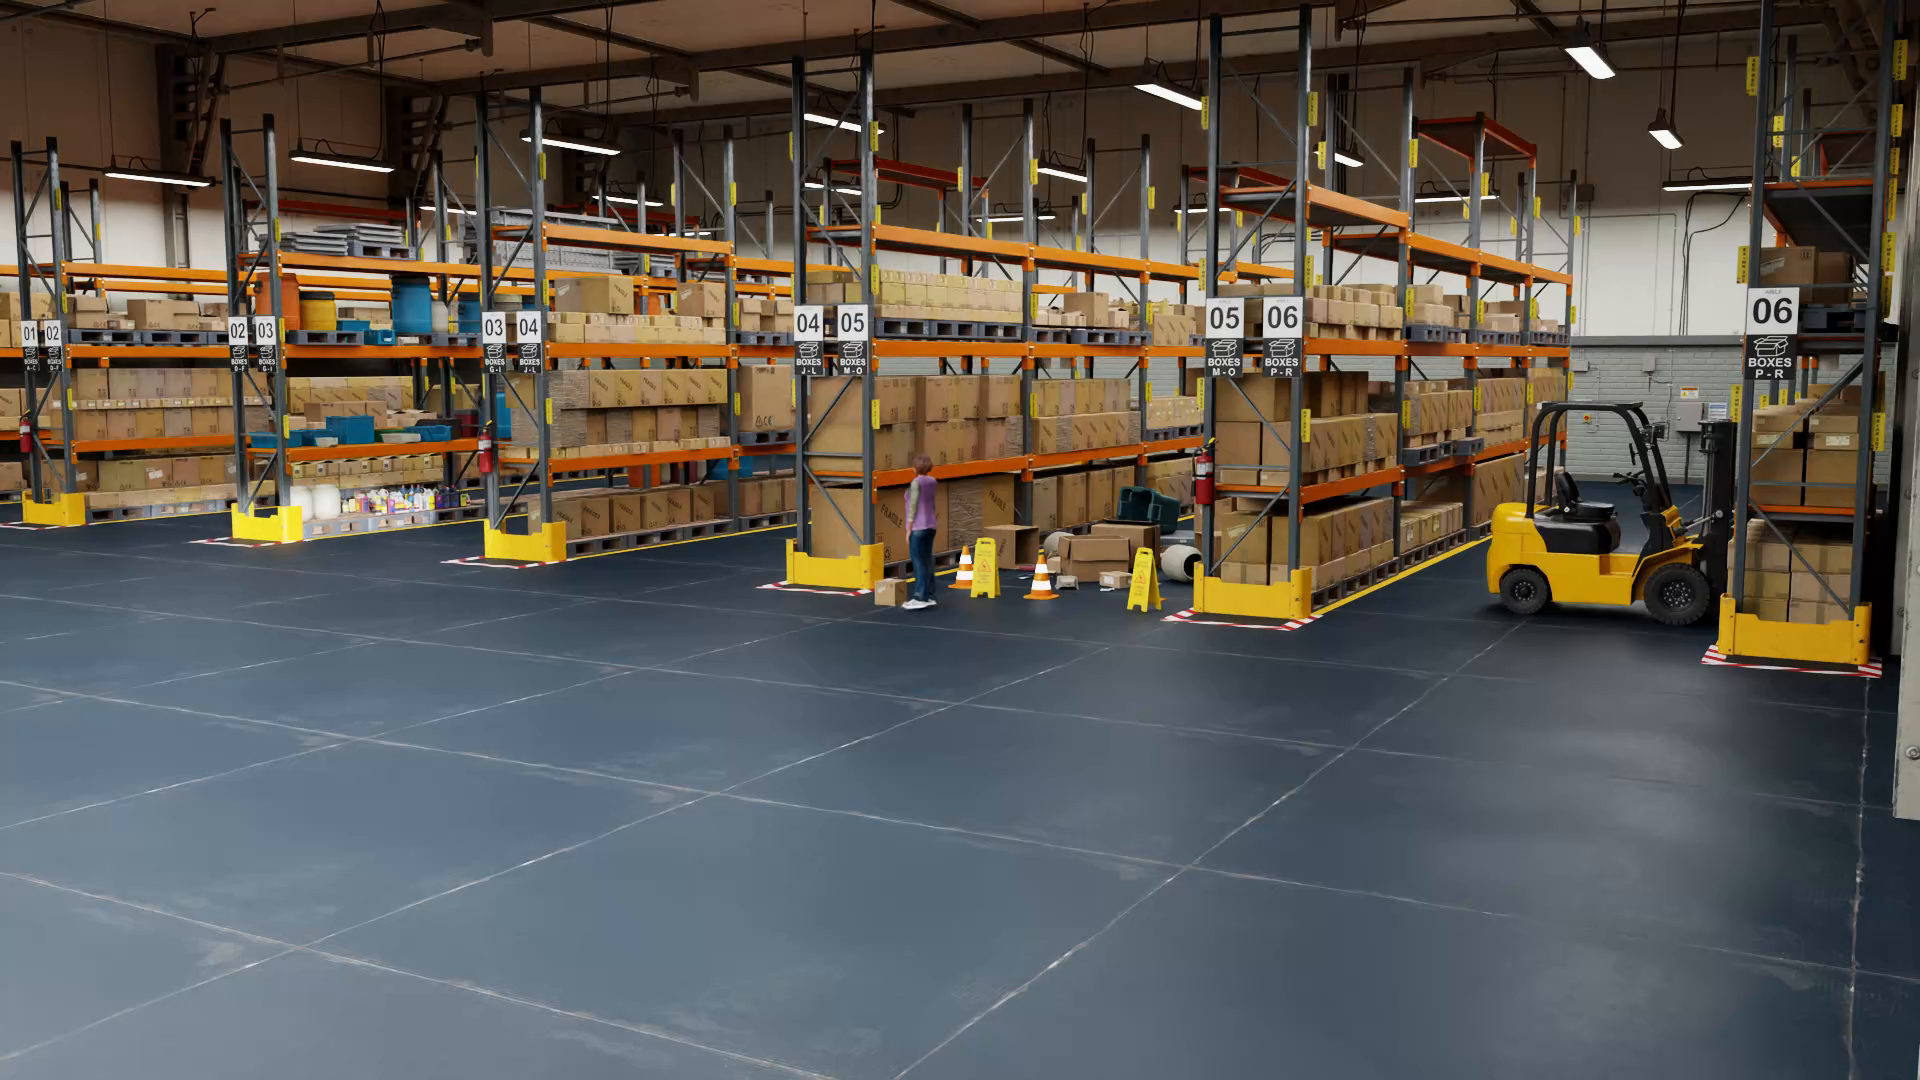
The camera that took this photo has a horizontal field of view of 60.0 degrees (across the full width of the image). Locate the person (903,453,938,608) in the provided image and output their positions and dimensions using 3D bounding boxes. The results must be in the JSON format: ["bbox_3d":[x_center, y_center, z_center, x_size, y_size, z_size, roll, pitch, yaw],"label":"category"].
[{"bbox_3d":[-0.405,-0.097,17.255,0.321,1.607,0.424,4,7,34],"label":"person"}]
